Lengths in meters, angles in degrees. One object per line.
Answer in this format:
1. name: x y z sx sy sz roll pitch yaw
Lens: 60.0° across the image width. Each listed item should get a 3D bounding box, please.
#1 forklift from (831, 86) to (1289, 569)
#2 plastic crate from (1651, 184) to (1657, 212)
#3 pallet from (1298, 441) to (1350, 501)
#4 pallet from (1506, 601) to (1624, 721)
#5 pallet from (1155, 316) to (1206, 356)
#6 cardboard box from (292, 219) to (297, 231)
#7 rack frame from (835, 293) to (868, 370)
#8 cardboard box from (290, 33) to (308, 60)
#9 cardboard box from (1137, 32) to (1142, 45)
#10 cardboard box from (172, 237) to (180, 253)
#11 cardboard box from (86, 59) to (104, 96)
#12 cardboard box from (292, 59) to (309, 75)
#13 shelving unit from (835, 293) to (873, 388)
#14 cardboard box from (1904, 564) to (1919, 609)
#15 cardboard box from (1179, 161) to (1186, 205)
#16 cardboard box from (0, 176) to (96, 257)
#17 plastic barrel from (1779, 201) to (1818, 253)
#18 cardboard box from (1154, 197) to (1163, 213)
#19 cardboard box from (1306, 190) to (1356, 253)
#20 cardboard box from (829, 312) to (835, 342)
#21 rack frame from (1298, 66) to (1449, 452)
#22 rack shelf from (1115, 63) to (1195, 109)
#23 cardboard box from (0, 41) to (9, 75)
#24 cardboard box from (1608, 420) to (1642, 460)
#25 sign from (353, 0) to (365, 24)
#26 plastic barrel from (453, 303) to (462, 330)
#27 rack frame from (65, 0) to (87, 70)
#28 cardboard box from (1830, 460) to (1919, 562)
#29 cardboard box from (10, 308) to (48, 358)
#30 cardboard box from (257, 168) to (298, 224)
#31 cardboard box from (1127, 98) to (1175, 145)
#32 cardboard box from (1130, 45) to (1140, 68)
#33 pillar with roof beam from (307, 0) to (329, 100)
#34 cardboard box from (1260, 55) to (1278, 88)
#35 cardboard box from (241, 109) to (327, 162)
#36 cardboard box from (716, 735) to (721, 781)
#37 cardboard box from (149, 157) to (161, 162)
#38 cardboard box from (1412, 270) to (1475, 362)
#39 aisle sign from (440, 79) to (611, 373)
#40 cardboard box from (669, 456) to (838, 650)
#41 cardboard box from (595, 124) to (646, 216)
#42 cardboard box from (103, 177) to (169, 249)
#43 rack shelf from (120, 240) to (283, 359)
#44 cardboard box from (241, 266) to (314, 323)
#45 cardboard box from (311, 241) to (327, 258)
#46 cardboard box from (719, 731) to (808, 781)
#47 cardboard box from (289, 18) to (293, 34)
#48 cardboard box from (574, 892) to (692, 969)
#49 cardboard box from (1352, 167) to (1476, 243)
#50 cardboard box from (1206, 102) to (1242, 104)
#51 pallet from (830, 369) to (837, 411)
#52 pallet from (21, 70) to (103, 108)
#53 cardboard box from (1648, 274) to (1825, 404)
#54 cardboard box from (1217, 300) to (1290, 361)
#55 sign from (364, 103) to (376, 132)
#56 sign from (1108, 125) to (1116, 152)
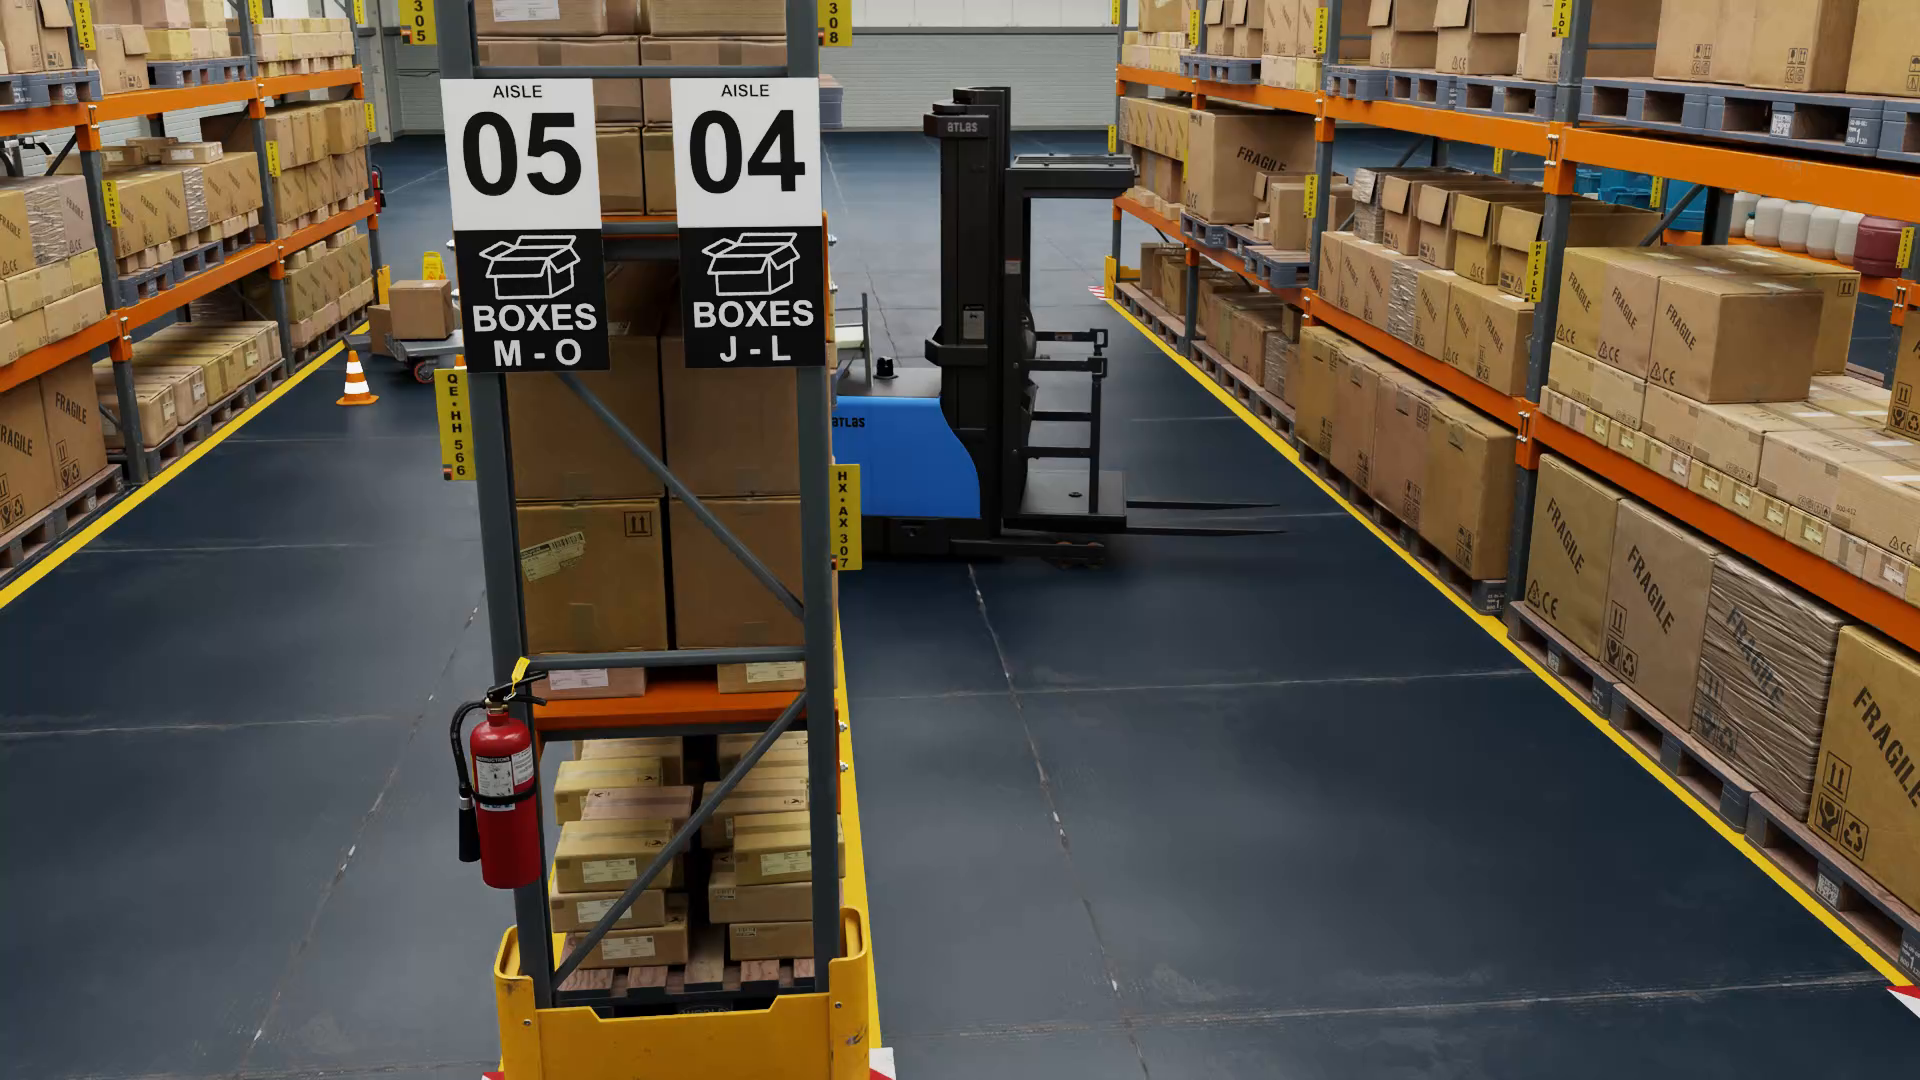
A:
1. forklift: 0.622 -1.382 10.686 3.031 2.935 1.130 2 17 5
2. plastic crate: 7.822 -3.618 17.796 0.767 0.338 0.504 -2 18 -6
3. pallet: 3.241 -0.575 12.656 1.003 0.211 1.213 -2 18 -6
4. pallet: 3.648 0.608 8.887 1.003 0.211 1.213 -2 18 -6
5. pallet: 2.718 -2.203 17.842 1.003 0.211 1.213 -2 18 -6
6. cardboard box: -6.883 -3.164 16.667 0.380 0.149 0.250 -2 18 -6
7. rack frame: -0.792 -0.933 11.398 0.400 1.500 0.023 -3 16 -2
8. cardboard box: -6.909 -4.972 16.753 0.500 0.250 0.500 -2 18 -5
9. cardboard box: 2.245 -5.752 19.067 0.380 0.149 0.250 -1 17 -3
10. cardboard box: -6.627 -2.423 13.605 0.380 0.149 0.250 -1 17 -3
11. cardboard box: -6.512 -3.379 12.148 0.396 0.266 0.258 -2 18 -6
12. cardboard box: -6.869 -4.827 16.955 0.380 0.149 0.250 -2 18 -7
13. shelving unit: -0.772 -0.832 11.047 0.431 1.500 0.755 -3 16 -2
14. cardboard box: 3.668 0.187 5.992 0.380 0.149 0.250 -2 18 -5
15. cardboard box: 2.821 -3.810 17.642 0.875 0.500 0.500 -2 18 -6
16. cardboard box: -6.309 -2.215 11.389 0.500 0.500 0.500 -2 18 -7
17. plastic barrel: 7.750 -2.913 15.221 0.433 0.535 0.433 0 17 0
18. cardboard box: 2.368 -3.717 18.428 0.380 0.149 0.250 -2 18 -6
19. cardboard box: 3.140 -2.550 13.425 0.500 0.500 0.500 -4 18 -12
20. cardboard box: -0.879 -1.182 9.155 0.380 0.149 0.250 -1 17 -5
21. rack frame: 3.235 -2.143 12.994 1.000 3.000 0.127 -2 18 -6
22. rack shelf: 2.616 -5.018 18.347 1.077 0.370 4.000 -2 18 -6
23. cardboard box: -6.132 -3.004 10.254 0.396 0.266 0.258 -2 18 -7
24. cardboard box: 3.431 -0.498 8.174 0.380 0.149 0.250 -2 18 -7
25. sign: -6.893 -6.085 19.065 0.100 0.325 0.005 -2 18 -6
26. plastic barrel: -5.728 -2.422 18.186 0.512 0.421 0.421 11 21 32
27. rack frame: -6.622 -4.699 11.120 1.000 3.000 0.127 -2 18 -6
28. cardboard box: 3.695 -0.117 6.295 0.500 0.250 0.500 -2 18 -7
29. cardboard box: -6.207 -1.320 10.624 0.500 0.250 0.500 -2 18 -6
30. cardboard box: -6.803 -3.358 16.200 0.500 0.500 0.500 -2 18 -6
31. cardboard box: 2.240 -4.871 19.353 0.500 0.500 0.500 -2 18 -6
32. cardboard box: 2.262 -5.581 19.188 0.500 0.250 0.500 -2 18 -7
33. pillar with roof beam: -11.402 -13.976 40.671 9.100 9.000 0.400 -2 18 -6
34. cardboard box: 2.828 -3.933 13.941 0.500 0.250 0.500 -1 17 -4
35. cardboard box: -6.920 -4.136 17.011 0.700 0.500 0.500 -2 18 -7
36. cardboard box: -0.808 0.908 6.838 0.380 0.149 0.250 -3 18 -8
37. cardboard box: -7.219 -3.120 14.744 0.500 0.500 0.500 -2 18 -5
38. cardboard box: 3.223 -1.433 10.566 0.500 0.500 0.500 -2 18 -6
39. aisle sign: -1.175 -0.845 4.522 0.394 0.787 0.004 -2 18 -6
40. cardboard box: -0.655 0.032 5.404 0.500 0.500 0.500 -1 17 -3
41. cardboard box: -1.194 -1.123 4.989 0.500 0.250 0.500 -2 18 -7
42. cardboard box: -6.499 -2.523 12.840 0.500 0.500 0.500 -1 17 -3
43. rack shelf: -6.828 -2.089 14.025 1.077 0.370 4.000 -2 18 -6
44. cardboard box: -6.827 -2.459 16.638 0.500 0.500 0.500 -1 17 -3
45. cardboard box: -6.866 -3.040 17.408 0.380 0.149 0.250 -1 17 -2
46. cardboard box: -0.754 0.845 6.544 0.380 0.149 0.250 -3 18 -8
47. cardboard box: -6.893 -5.131 16.593 0.380 0.149 0.250 -2 18 -7
48. cardboard box: -1.145 1.373 5.853 0.380 0.149 0.250 -1 17 -5
49. cardboard box: 3.294 -2.451 12.133 0.797 0.503 0.637 -1 17 -4
50. cardboard box: 2.862 -4.590 18.455 0.500 0.500 0.500 -2 18 -6
51. pallet: -1.230 -0.968 9.574 1.003 0.211 1.213 -2 18 -6
52. pallet: -6.503 -2.987 10.992 1.213 0.211 1.003 -1 17 -3
53. cardboard box: 3.544 -0.927 7.623 0.500 0.500 0.500 -2 18 -7
54. cardboard box: 2.895 -2.025 16.059 0.700 0.500 0.500 -2 18 -6
55. sign: -6.893 -4.934 19.426 0.100 0.325 0.005 -2 18 -6
56. sign: 1.870 -4.922 20.403 0.100 0.325 0.005 -2 18 -6
